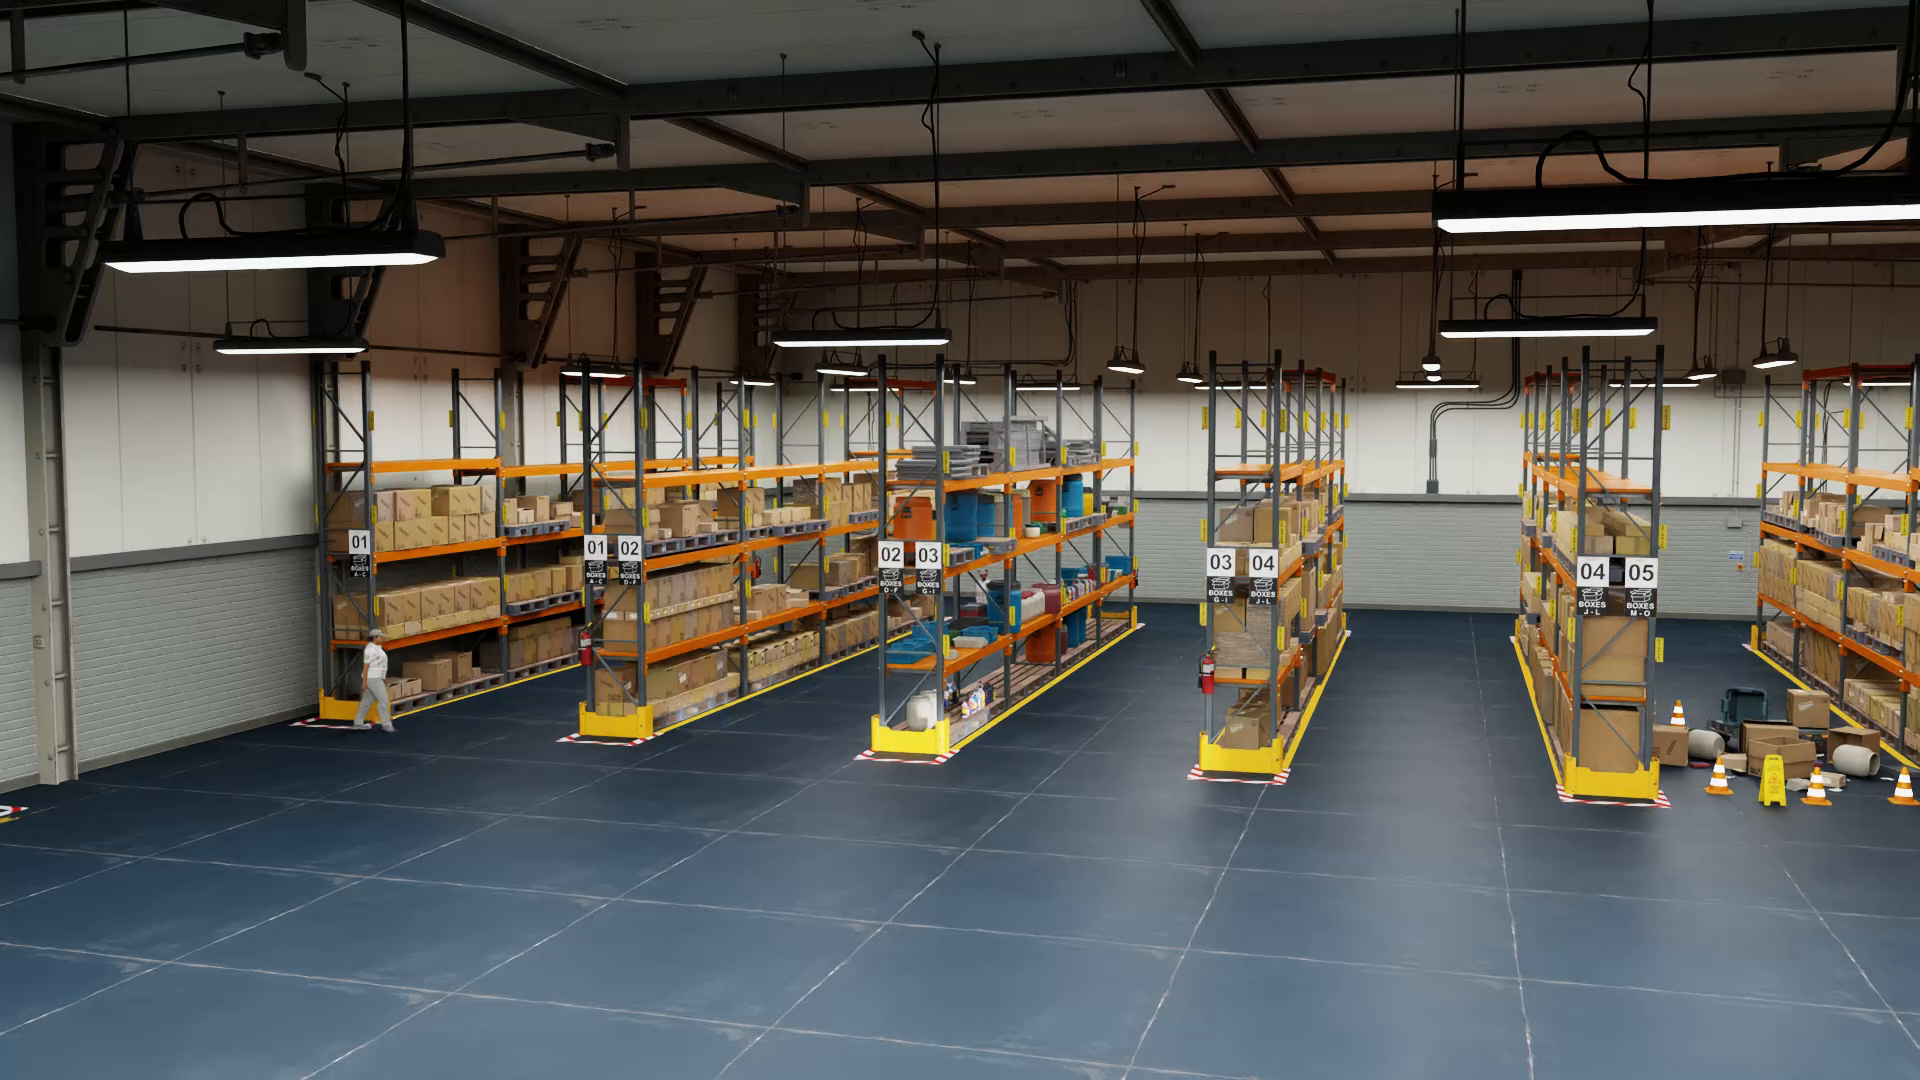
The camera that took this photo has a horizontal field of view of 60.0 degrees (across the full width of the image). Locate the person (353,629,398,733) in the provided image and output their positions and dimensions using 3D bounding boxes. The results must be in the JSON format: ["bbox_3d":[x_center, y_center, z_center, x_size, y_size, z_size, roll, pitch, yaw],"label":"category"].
[{"bbox_3d":[-9.464,2.280,26.912,0.730,1.678,0.548,-1,4,-13],"label":"person"}]

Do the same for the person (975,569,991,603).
[{"bbox_3d":[0.590,1.454,38.026,0.454,1.633,0.843,1,4,14],"label":"person"}]
